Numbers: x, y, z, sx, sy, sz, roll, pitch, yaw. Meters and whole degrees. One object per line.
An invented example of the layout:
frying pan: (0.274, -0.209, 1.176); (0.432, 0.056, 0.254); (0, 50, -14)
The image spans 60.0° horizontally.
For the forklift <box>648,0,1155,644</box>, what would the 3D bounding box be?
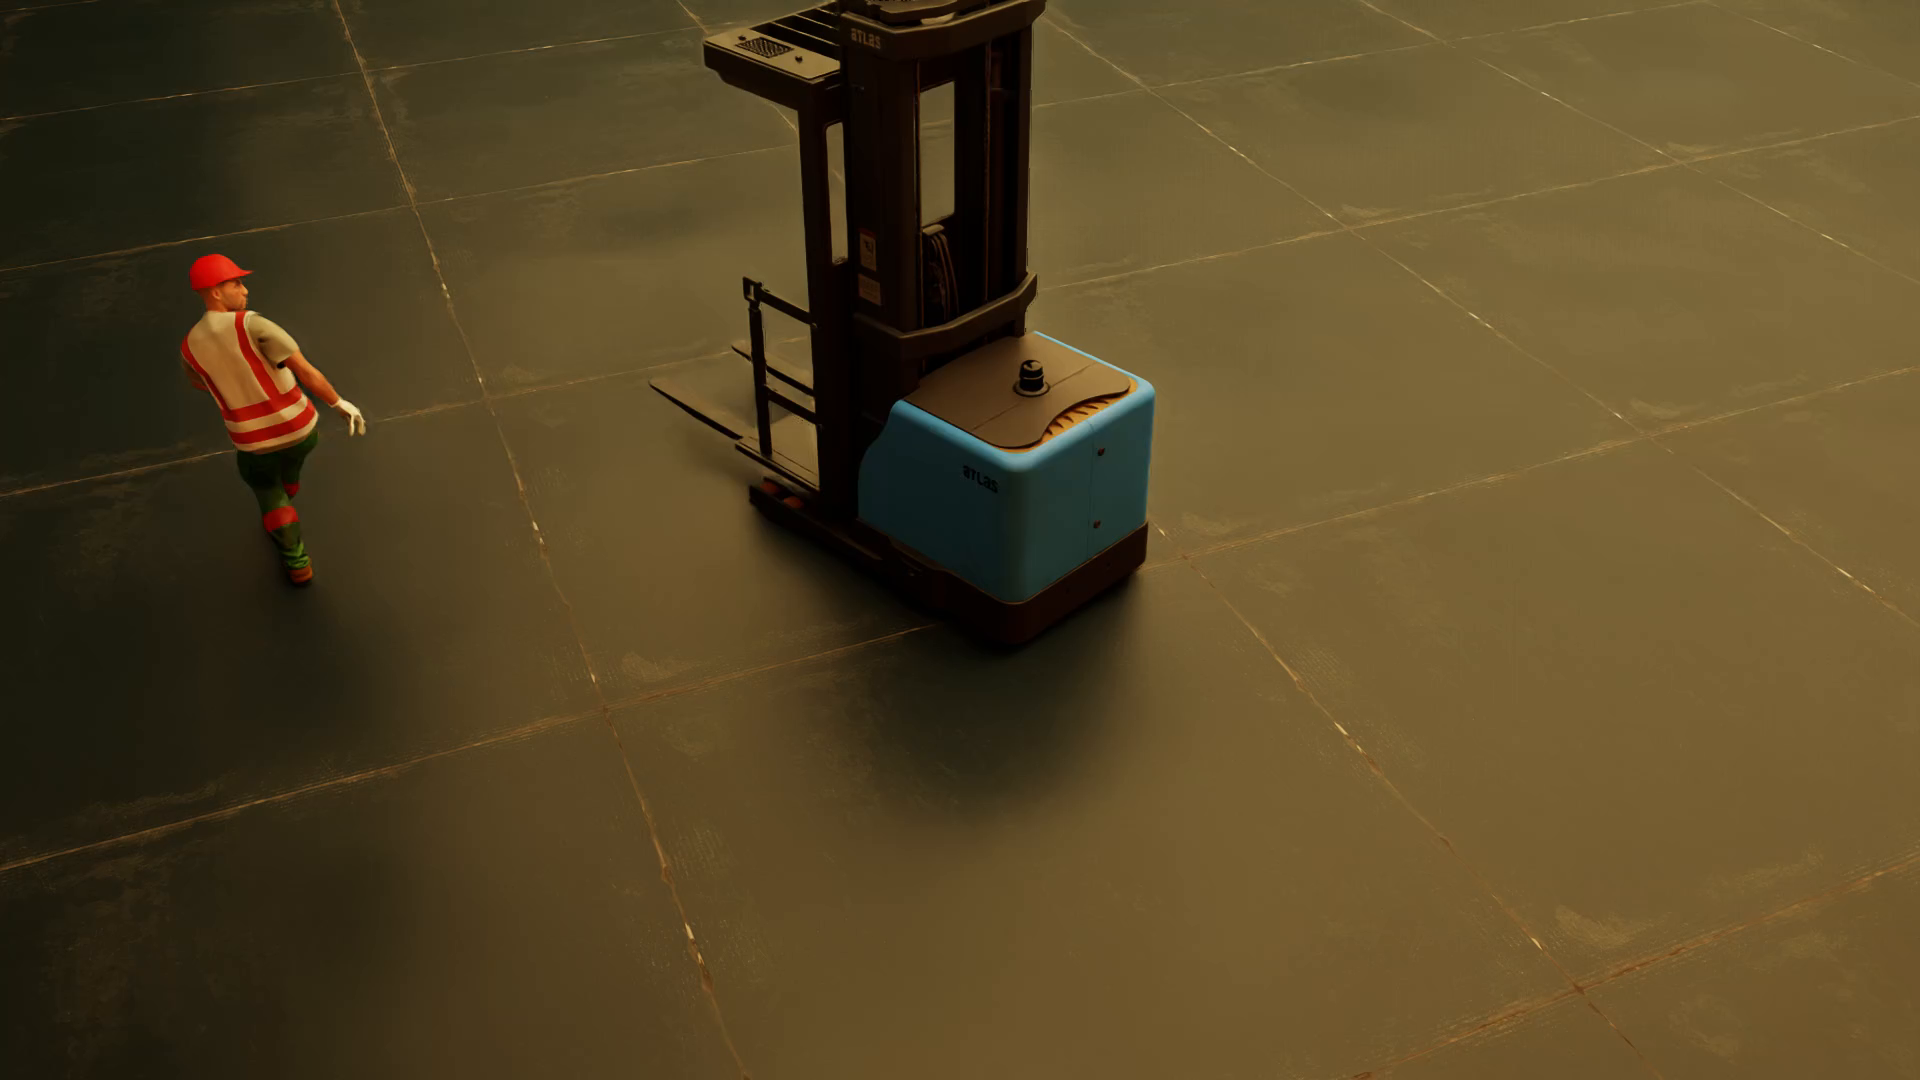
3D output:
forklift: (-0.472, -1.449, 8.137); (3.031, 2.935, 1.130); (29, 45, 35)

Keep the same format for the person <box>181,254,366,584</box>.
person: (-3.321, -0.663, 8.161); (0.792, 1.616, 0.802); (-9, 36, -12)
